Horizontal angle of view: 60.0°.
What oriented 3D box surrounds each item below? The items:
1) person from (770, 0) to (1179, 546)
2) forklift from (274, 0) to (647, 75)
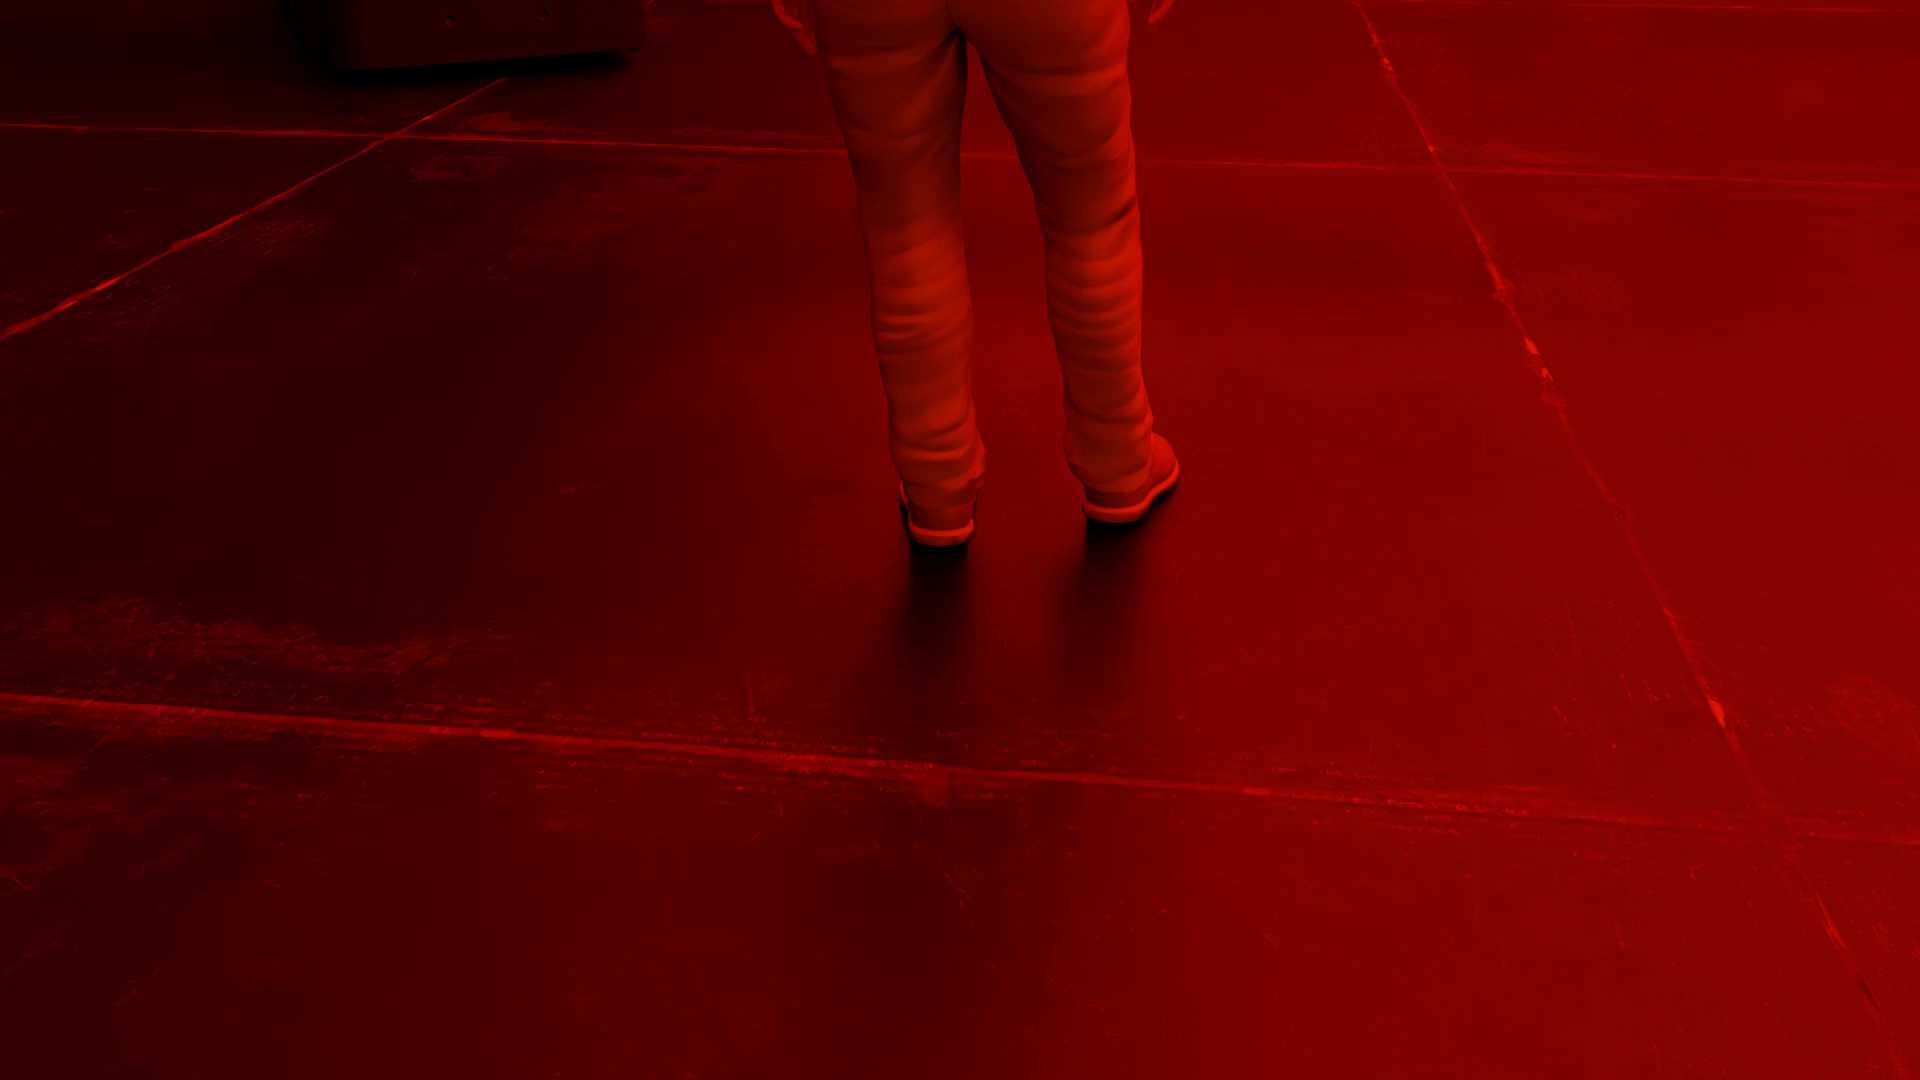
[{"bbox_3d":[0.033,-0.785,2.191,0.598,1.670,0.527,3,27,7],"label":"person"},{"bbox_3d":[-2.175,-3.464,6.160,1.130,2.935,3.031,-12,29,-22],"label":"forklift"}]
